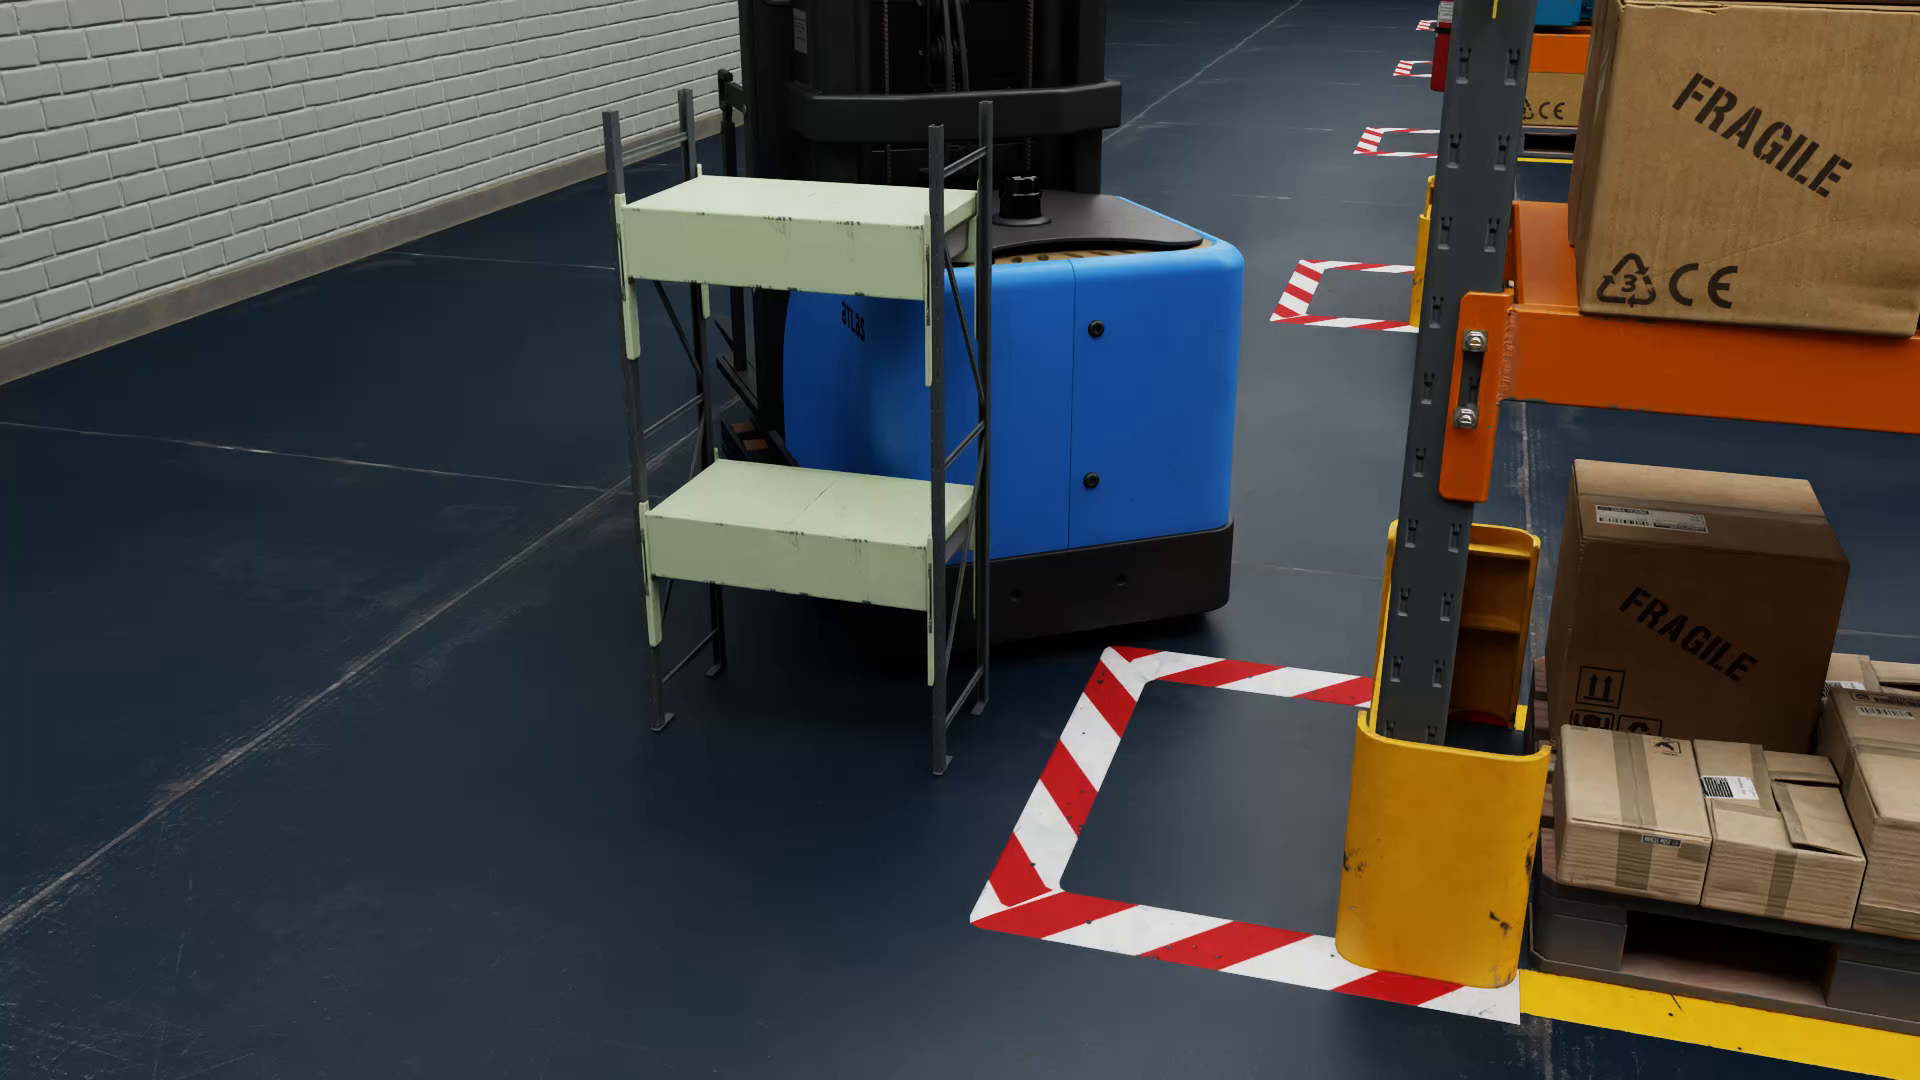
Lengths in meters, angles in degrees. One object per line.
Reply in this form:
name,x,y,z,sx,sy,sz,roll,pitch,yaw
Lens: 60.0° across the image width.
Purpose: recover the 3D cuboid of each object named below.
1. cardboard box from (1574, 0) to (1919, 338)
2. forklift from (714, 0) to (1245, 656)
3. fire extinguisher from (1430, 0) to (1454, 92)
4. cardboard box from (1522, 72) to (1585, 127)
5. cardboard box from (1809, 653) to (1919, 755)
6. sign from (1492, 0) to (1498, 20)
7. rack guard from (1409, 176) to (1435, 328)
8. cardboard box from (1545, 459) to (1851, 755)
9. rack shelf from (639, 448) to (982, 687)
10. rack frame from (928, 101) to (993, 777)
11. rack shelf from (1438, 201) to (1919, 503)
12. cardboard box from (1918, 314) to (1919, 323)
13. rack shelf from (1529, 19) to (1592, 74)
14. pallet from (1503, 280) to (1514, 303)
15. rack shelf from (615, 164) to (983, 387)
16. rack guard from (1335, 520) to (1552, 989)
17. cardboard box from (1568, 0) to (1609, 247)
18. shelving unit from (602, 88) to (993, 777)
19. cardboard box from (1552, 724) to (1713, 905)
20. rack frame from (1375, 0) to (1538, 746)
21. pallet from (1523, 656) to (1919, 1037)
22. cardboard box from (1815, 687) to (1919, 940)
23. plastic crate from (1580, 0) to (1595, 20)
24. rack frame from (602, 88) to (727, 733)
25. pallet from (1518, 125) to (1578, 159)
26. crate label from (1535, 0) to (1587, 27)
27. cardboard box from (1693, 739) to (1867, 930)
cardboard box,1.338,-0.665,2.807,0.500,0.500,0.500,7,23,17
forklift,-0.206,-1.582,5.264,1.130,2.935,3.031,-7,23,-18
fire extinguisher,2.411,-2.536,8.093,0.183,0.674,0.296,7,23,16
cardboard box,4.491,-3.532,12.175,0.875,0.875,0.875,7,23,16
cardboard box,1.943,0.391,3.517,0.250,0.166,0.380,7,23,16
sign,0.833,-0.967,2.533,0.005,0.325,0.100,7,23,16
rack guard,2.397,-1.404,8.034,0.348,0.500,1.175,7,23,16
cardboard box,1.581,0.160,3.642,0.500,0.500,0.500,7,23,16
rack shelf,-0.345,0.051,4.028,0.720,0.370,0.431,7,23,16
rack frame,0.005,-0.210,3.805,0.023,1.500,0.400,7,23,16
rack shelf,2.904,-0.211,2.780,4.000,0.370,1.077,7,23,16
cardboard box,1.834,-0.610,2.674,0.500,0.500,0.500,6,23,15
rack shelf,4.339,-2.010,7.167,4.000,0.370,1.077,7,23,16
pallet,3.202,-1.168,7.839,1.213,0.211,1.003,7,23,16
rack shelf,-0.345,-0.612,3.756,0.720,0.370,0.431,7,23,16
rack guard,1.062,0.402,3.632,0.348,0.500,1.175,7,23,16
cardboard box,1.497,-0.859,3.280,0.500,0.500,0.500,7,23,17
shelving unit,-0.345,-0.250,3.904,0.755,1.500,0.431,7,23,16
cardboard box,1.291,0.523,3.219,0.250,0.149,0.380,7,23,16
rack frame,0.990,-0.763,3.178,0.127,3.000,1.000,7,23,16
pallet,1.826,0.622,3.475,1.213,0.211,1.003,7,23,16
cardboard box,1.907,0.523,3.086,0.500,0.250,0.500,7,23,16
plastic crate,2.799,-2.638,7.622,0.499,0.435,0.616,7,23,16
rack frame,-0.695,-0.291,4.004,0.023,1.500,0.400,7,23,16
pallet,4.643,-3.013,12.336,1.213,0.211,1.003,7,23,16
crate label,2.565,-2.366,7.227,0.303,0.233,0.416,7,23,16
cardboard box,1.531,0.542,3.149,0.250,0.166,0.380,7,23,16
